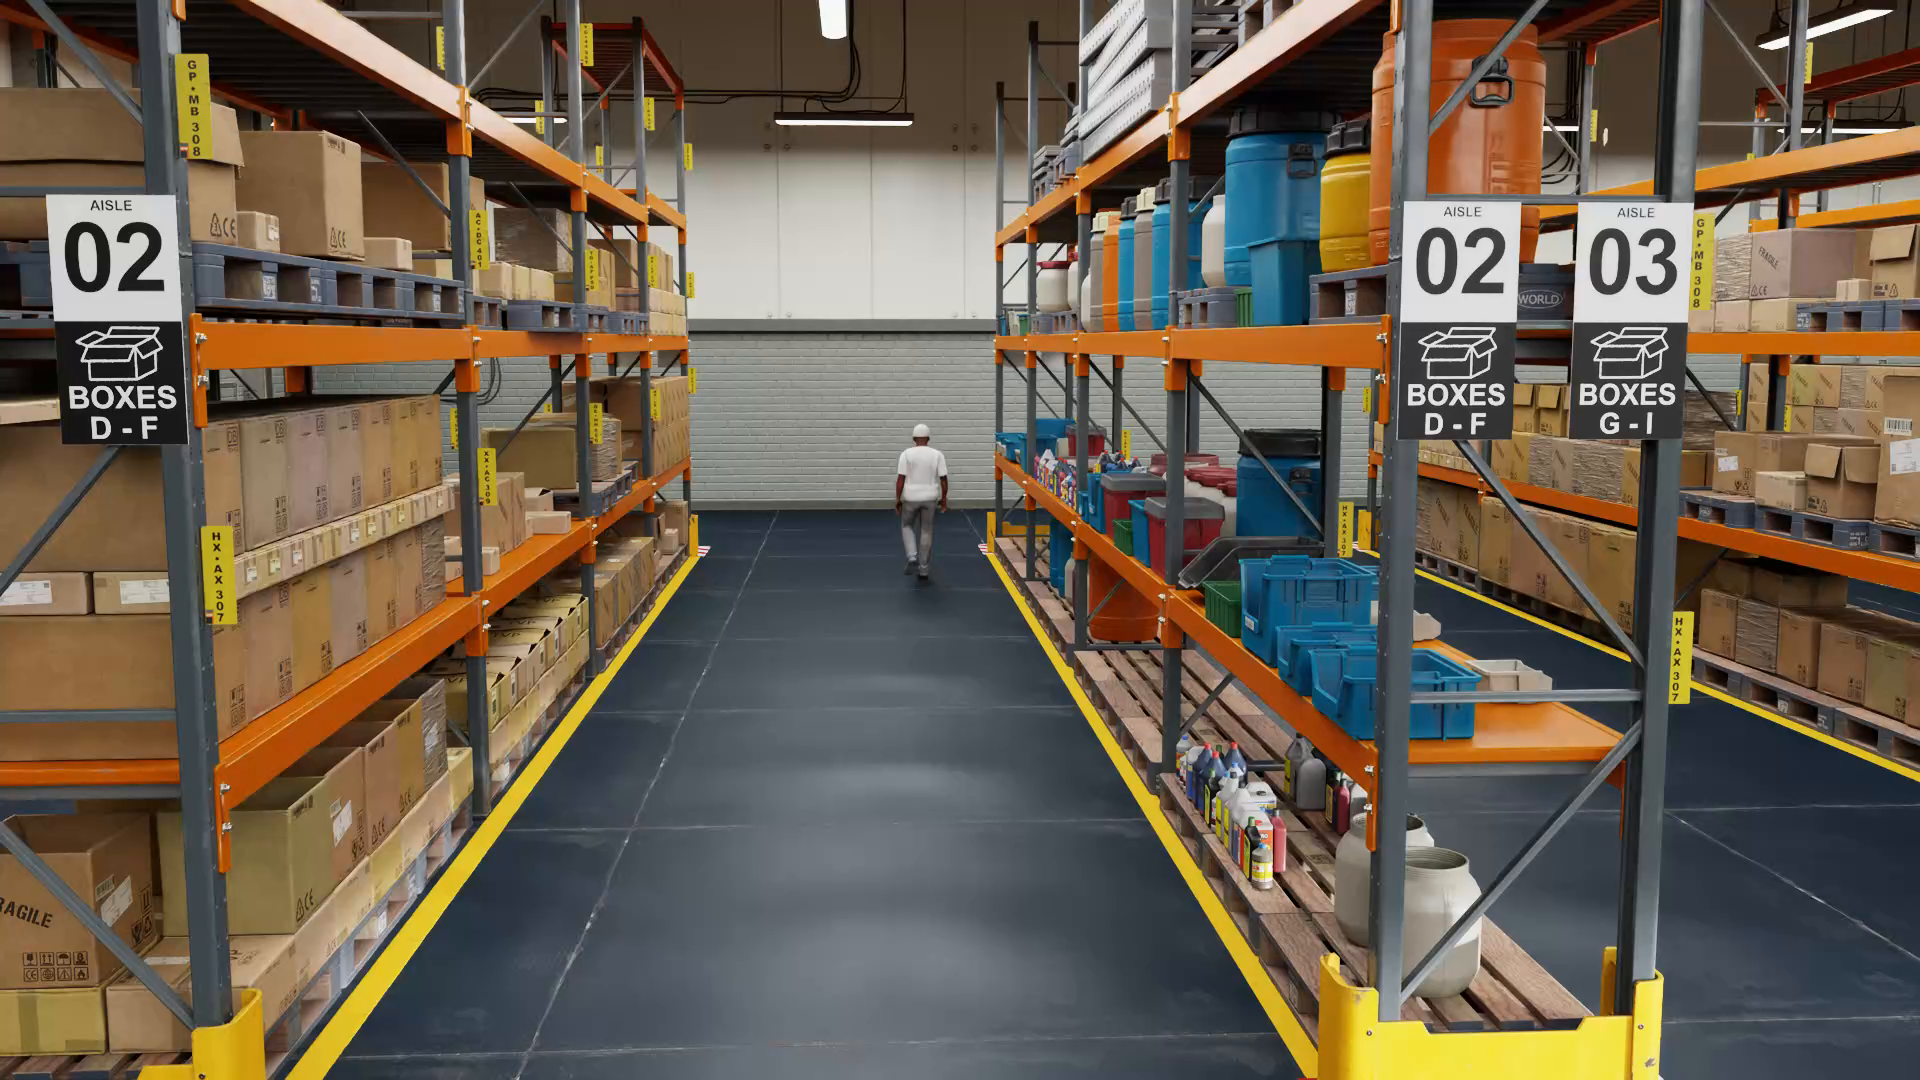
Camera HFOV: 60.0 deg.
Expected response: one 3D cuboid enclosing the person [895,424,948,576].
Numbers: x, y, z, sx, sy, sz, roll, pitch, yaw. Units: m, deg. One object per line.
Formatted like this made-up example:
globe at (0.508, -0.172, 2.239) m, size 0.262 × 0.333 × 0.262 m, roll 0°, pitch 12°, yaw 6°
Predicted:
person at (-0.451, -0.464, 19.357) m, size 0.623 × 1.781 × 0.487 m, roll 0°, pitch 7°, yaw -4°
